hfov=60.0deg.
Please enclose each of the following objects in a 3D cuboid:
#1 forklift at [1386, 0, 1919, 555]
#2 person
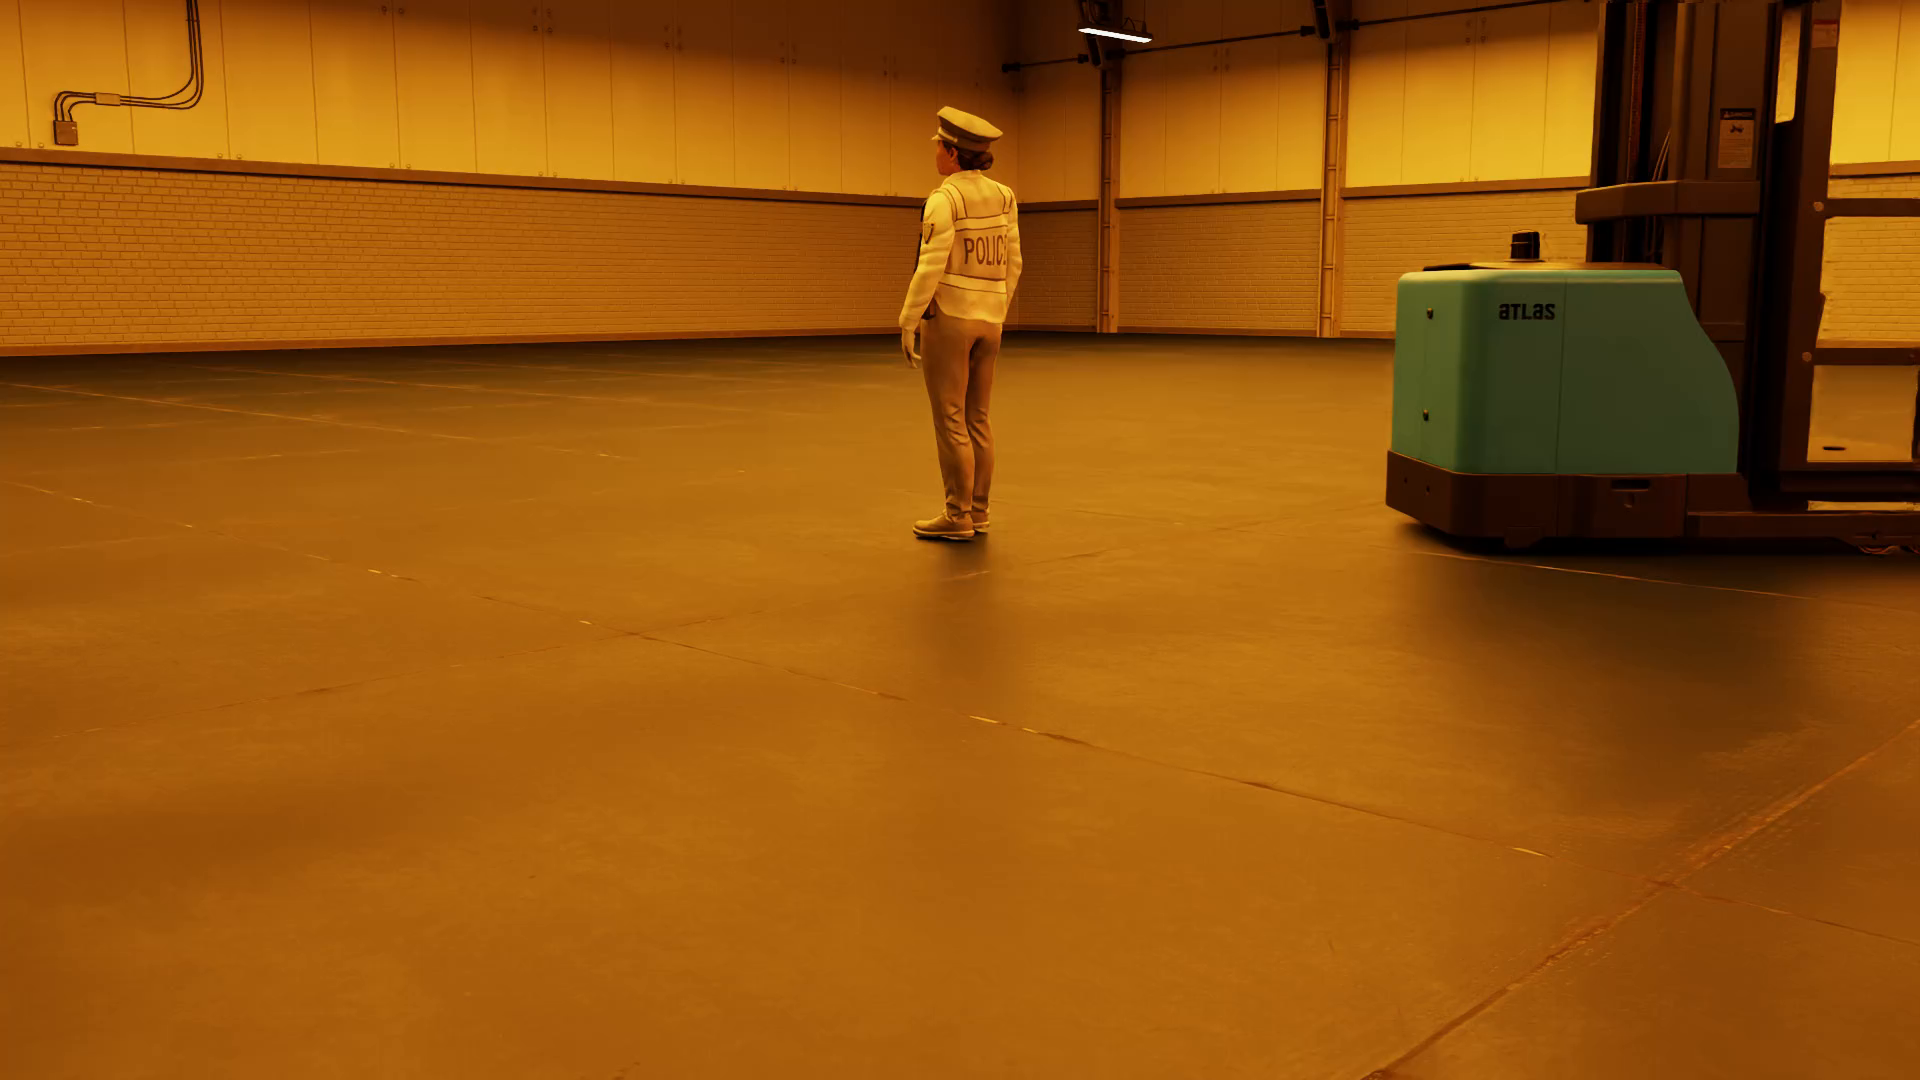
[{"bbox_3d":[3.379,-1.471,6.643,3.031,2.935,1.130,0,9,-2],"label":"forklift"},{"bbox_3d":[-0.045,-0.853,6.642,0.529,1.694,0.587,8,12,43],"label":"person"}]
